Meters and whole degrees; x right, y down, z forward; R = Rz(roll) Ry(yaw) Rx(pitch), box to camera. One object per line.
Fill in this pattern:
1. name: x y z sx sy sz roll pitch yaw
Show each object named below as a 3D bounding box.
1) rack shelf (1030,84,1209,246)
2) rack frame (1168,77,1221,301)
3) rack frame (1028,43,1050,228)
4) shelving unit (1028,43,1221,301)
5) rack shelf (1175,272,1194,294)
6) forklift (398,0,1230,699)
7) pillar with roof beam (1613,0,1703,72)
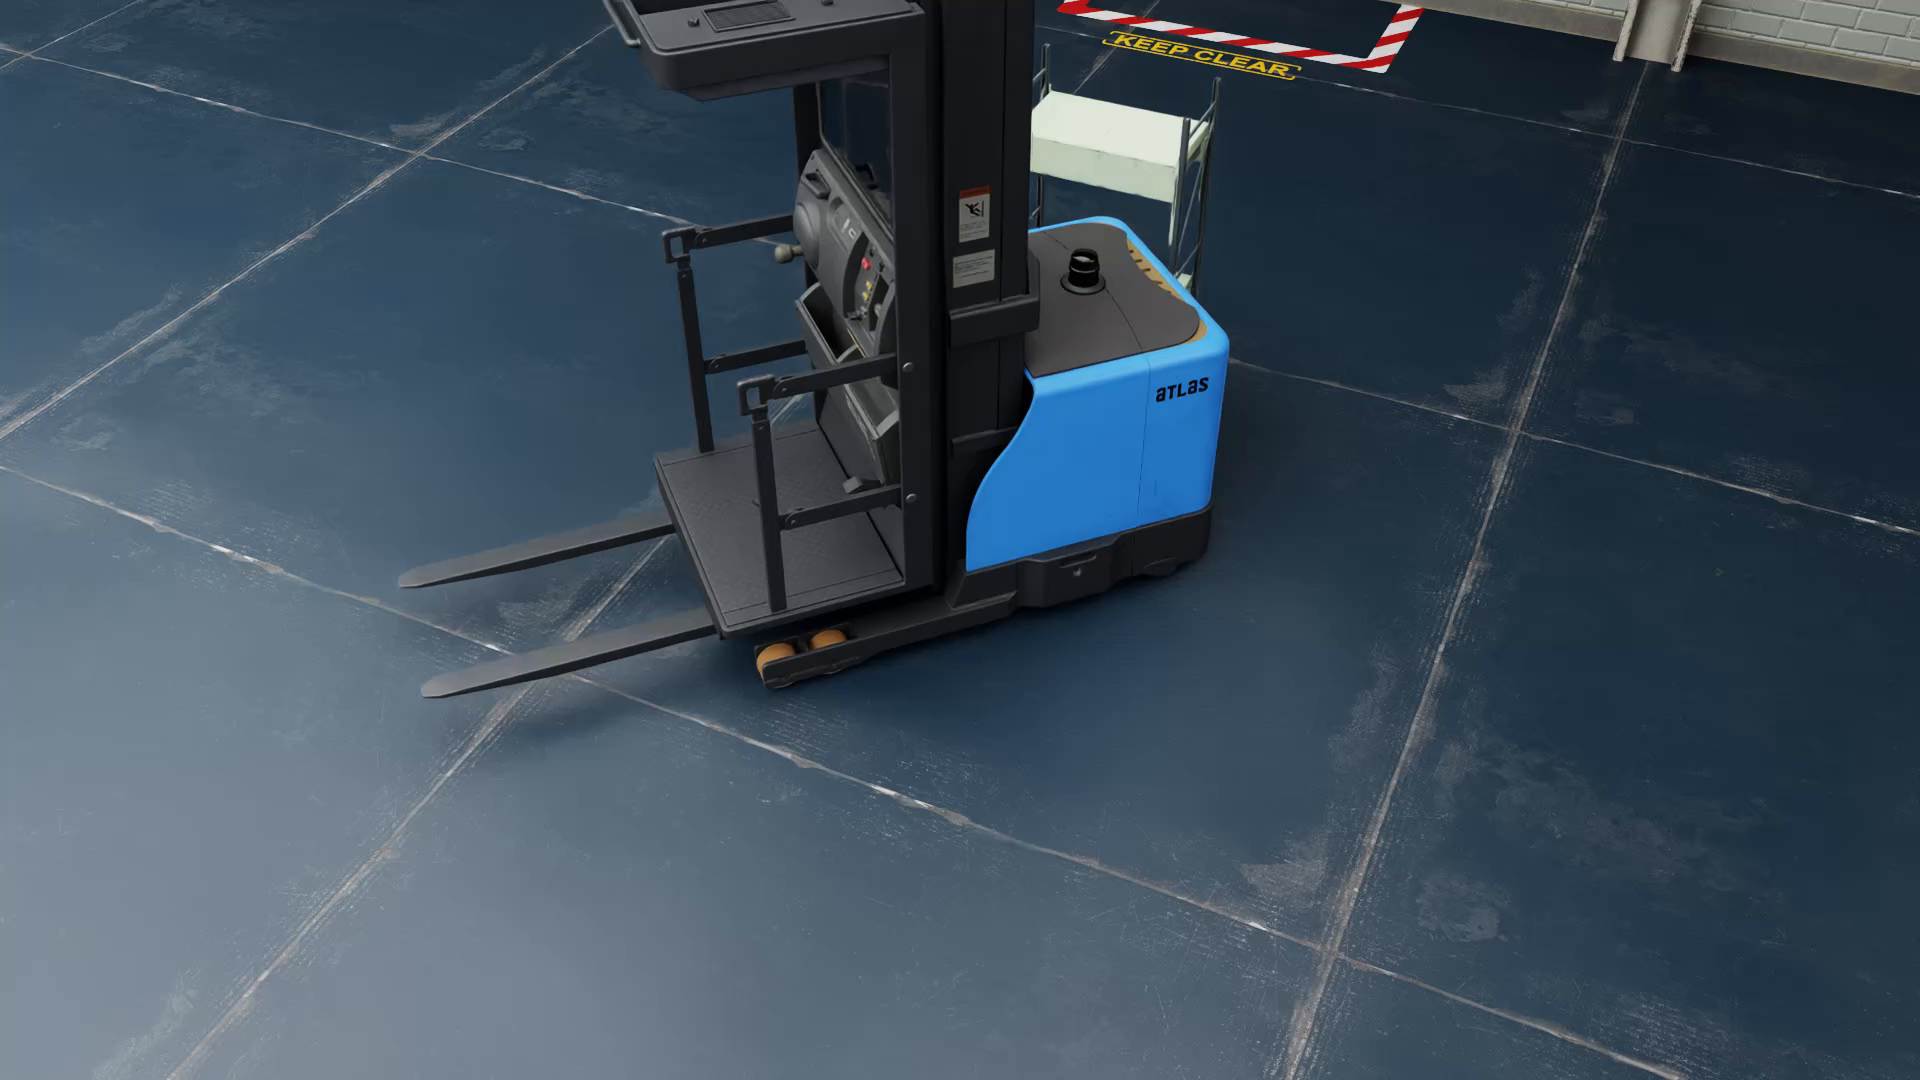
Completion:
1. rack shelf: 0.606 -1.538 6.783 0.720 0.370 0.431 17 44 19
2. rack frame: 0.938 -1.141 6.921 0.023 1.500 0.400 17 44 19
3. rack frame: 0.275 -1.344 7.155 0.023 1.500 0.400 17 44 19
4. shelving unit: 0.606 -1.242 7.038 0.755 1.500 0.431 17 44 19
5. rack shelf: 0.606 -0.996 7.251 0.720 0.370 0.431 17 44 19
6. forklift: -0.582 -0.958 5.617 3.031 2.935 1.130 -14 43 -16
7. pillar with roof beam: 2.397 -3.805 4.269 0.400 9.000 9.100 17 44 19
